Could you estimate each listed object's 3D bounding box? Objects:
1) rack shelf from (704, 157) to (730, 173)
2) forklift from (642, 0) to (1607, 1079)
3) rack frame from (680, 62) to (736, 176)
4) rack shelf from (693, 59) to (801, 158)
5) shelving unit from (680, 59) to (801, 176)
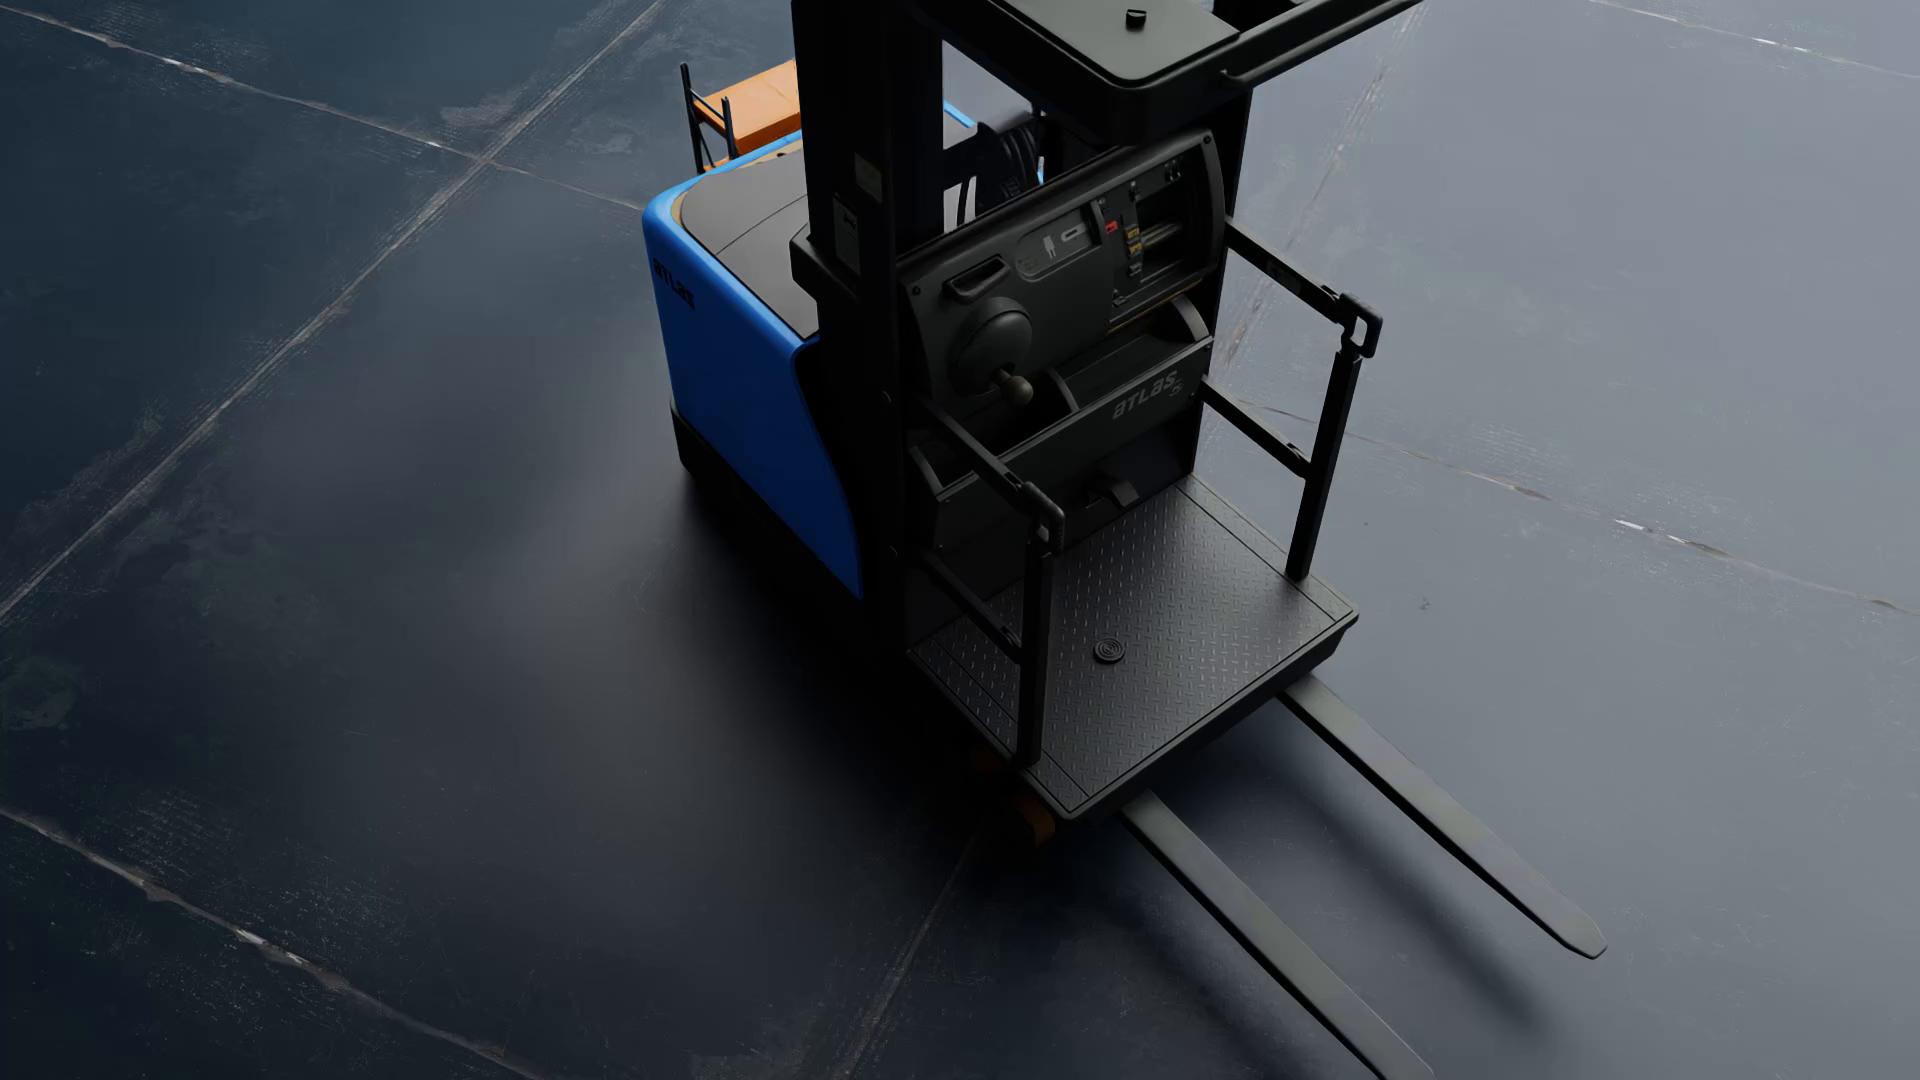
[{"bbox_3d":[-0.543,-1.148,5.231,0.480,0.148,0.258,-31,55,-24],"label":"rack shelf"},{"bbox_3d":[0.398,-0.548,3.792,1.130,2.935,3.031,-31,56,-24],"label":"forklift"},{"bbox_3d":[-0.732,-0.930,5.250,0.015,1.200,0.240,-31,55,-24],"label":"rack frame"},{"bbox_3d":[-0.545,-1.304,5.053,0.480,0.148,0.258,-31,55,-24],"label":"rack shelf"},{"bbox_3d":[-0.541,-1.045,5.349,0.503,1.200,0.258,-31,55,-24],"label":"shelving unit"}]
